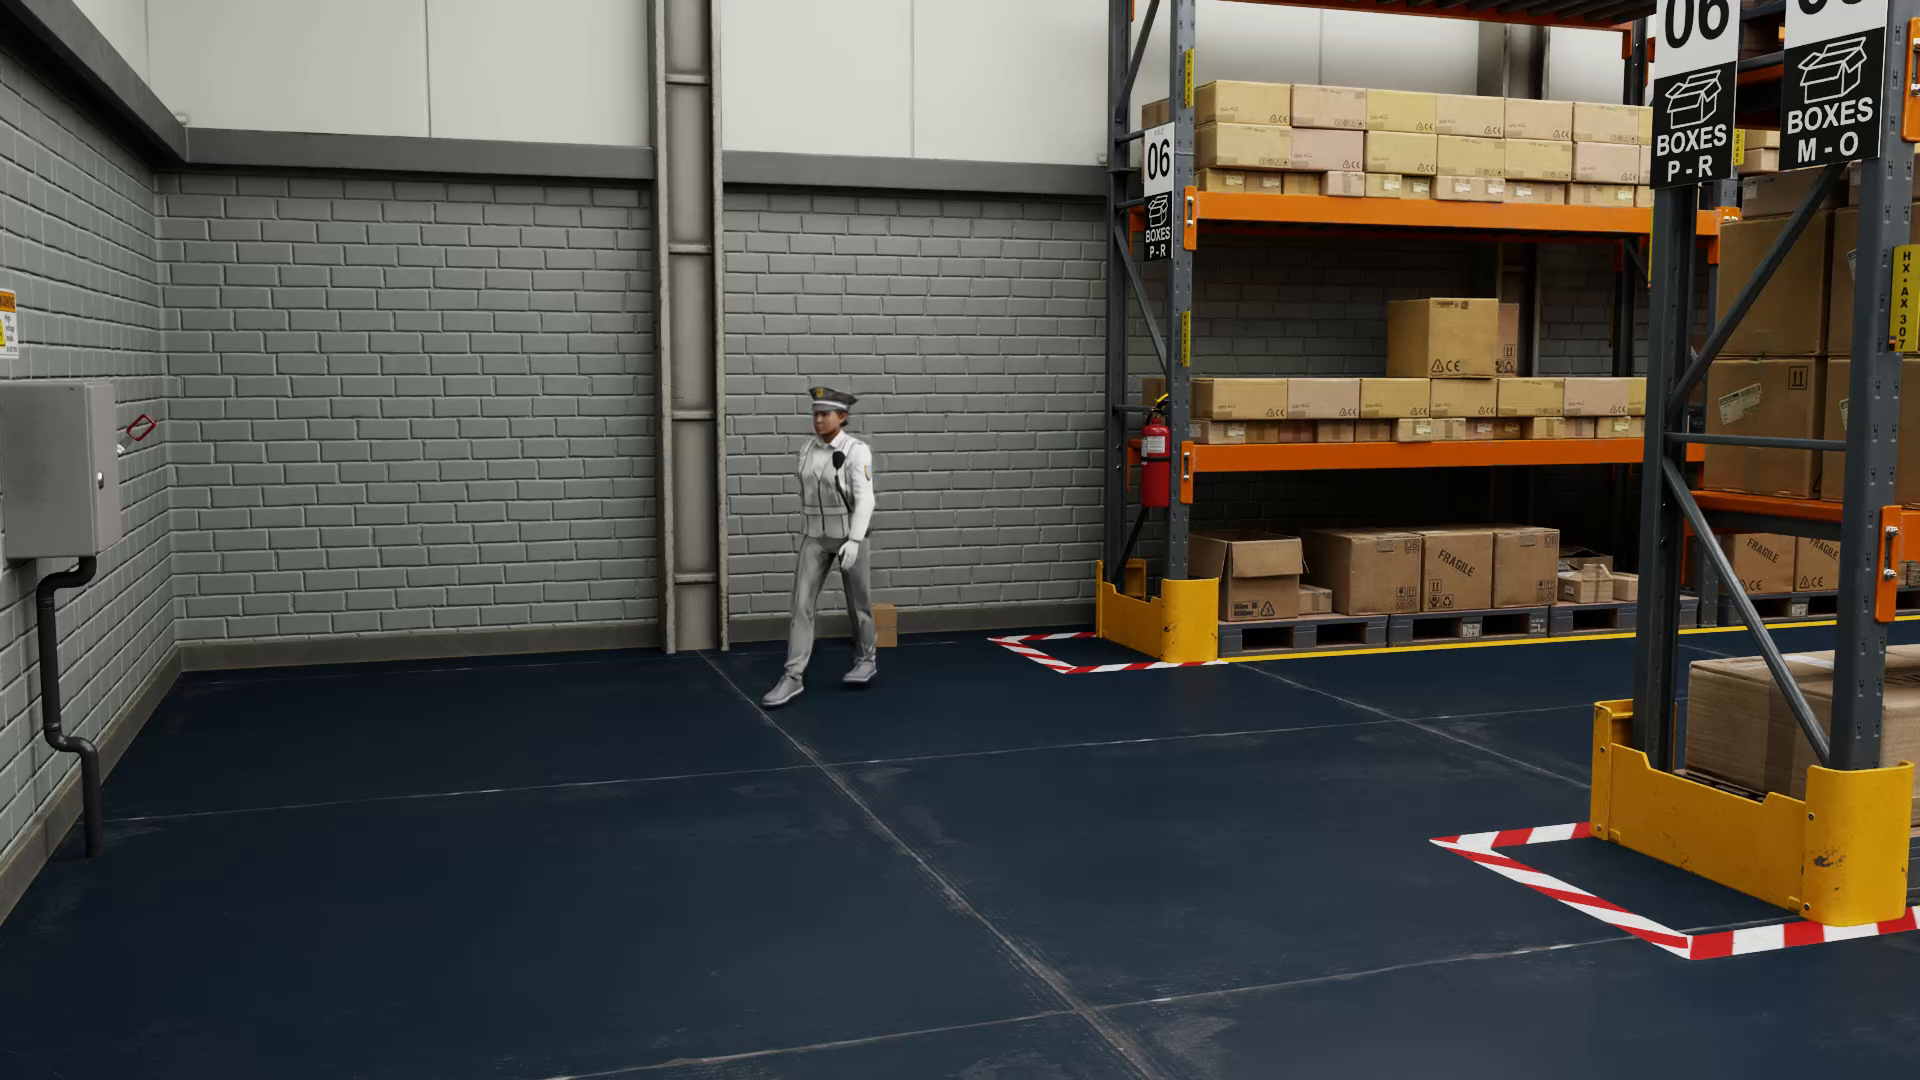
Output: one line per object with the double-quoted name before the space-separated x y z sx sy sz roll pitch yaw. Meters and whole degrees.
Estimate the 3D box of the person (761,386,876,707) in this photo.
"person" -0.688 0.007 8.864 0.513 1.650 0.907 2 6 23
